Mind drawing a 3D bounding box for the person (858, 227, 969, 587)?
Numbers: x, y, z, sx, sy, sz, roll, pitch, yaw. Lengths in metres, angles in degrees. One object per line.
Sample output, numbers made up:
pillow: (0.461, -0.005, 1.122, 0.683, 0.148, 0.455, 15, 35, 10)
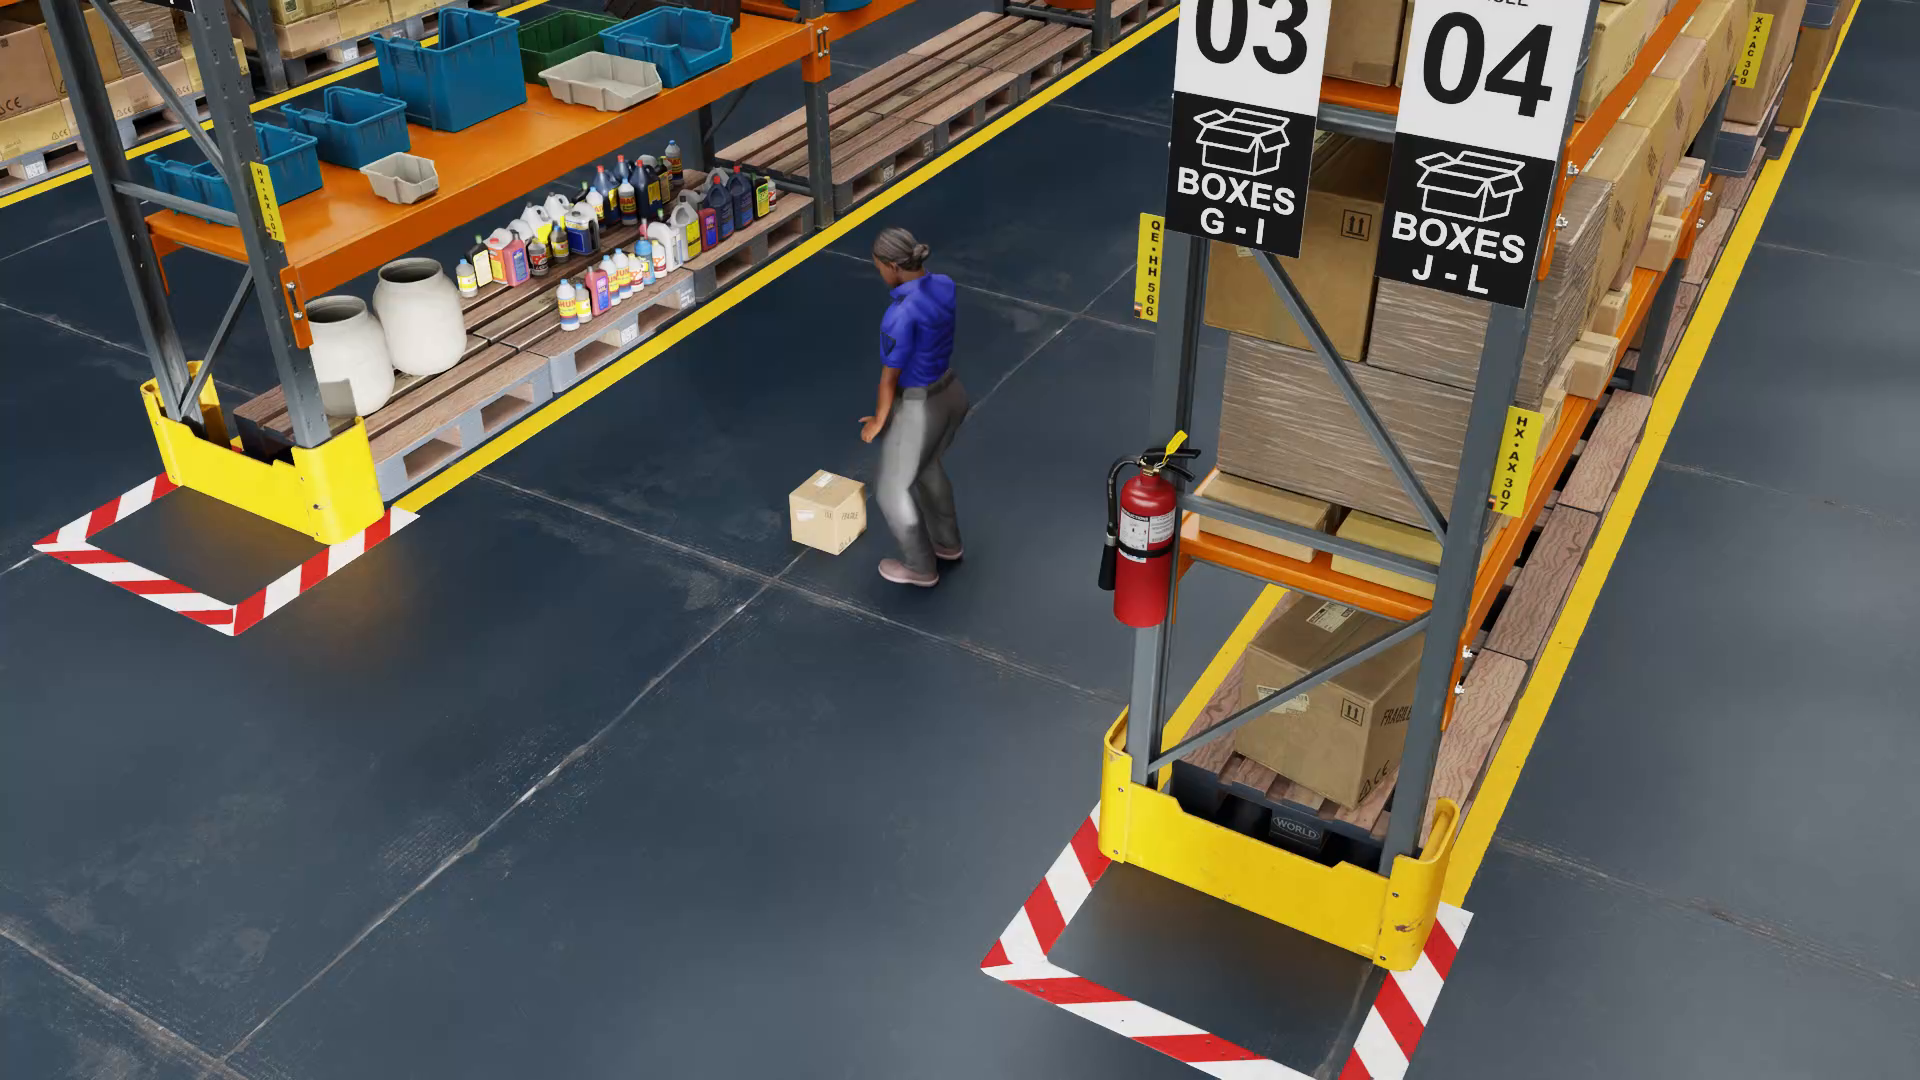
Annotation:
person: (-0.188, -0.537, 6.981, 0.367, 1.618, 0.453, 19, 39, 25)
